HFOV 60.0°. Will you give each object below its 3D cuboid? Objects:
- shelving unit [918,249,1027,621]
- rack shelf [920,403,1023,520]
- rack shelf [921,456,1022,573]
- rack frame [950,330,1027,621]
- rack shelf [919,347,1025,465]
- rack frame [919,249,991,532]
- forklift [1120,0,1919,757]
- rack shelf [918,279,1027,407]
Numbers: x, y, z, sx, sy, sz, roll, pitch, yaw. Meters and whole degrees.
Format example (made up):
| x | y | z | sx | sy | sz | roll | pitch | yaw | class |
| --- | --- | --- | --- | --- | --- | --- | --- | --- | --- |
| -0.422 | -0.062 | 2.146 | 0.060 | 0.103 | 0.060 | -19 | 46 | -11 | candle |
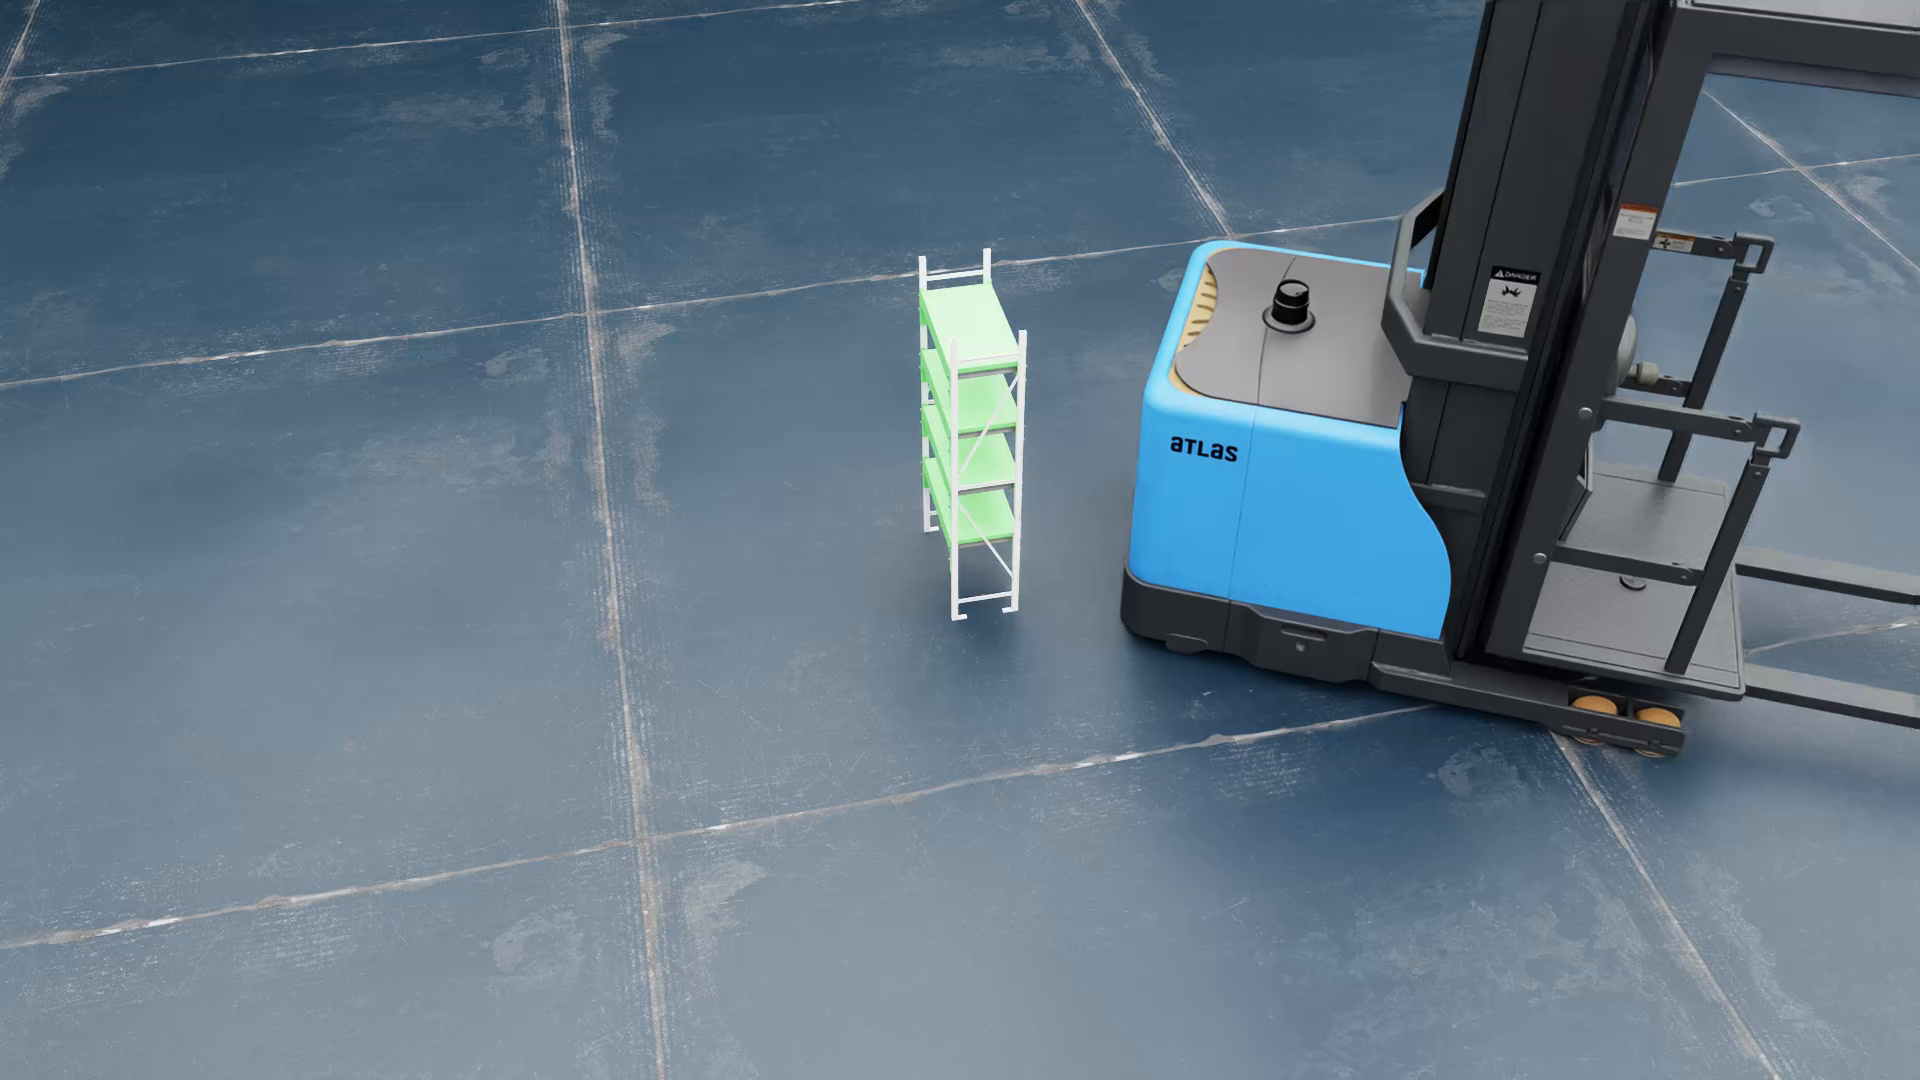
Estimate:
| x | y | z | sx | sy | sz | roll | pitch | yaw | class |
| --- | --- | --- | --- | --- | --- | --- | --- | --- | --- |
| 0.036 | -0.341 | 5.731 | 0.258 | 1.200 | 0.503 | -8 | 42 | -9 | shelving unit |
| 0.036 | -0.294 | 5.773 | 0.258 | 0.148 | 0.480 | -8 | 42 | -9 | rack shelf |
| 0.036 | -0.114 | 5.933 | 0.258 | 0.148 | 0.480 | -8 | 42 | -9 | rack shelf |
| 0.088 | -0.183 | 5.553 | 0.240 | 1.200 | 0.015 | -8 | 42 | -9 | rack frame |
| 0.036 | -0.473 | 5.614 | 0.258 | 0.148 | 0.480 | -8 | 42 | -9 | rack shelf |
| -0.017 | -0.500 | 5.909 | 0.240 | 1.200 | 0.015 | -8 | 42 | -9 | rack frame |
| 2.138 | -0.780 | 4.921 | 3.031 | 2.935 | 1.130 | 11 | 43 | 12 | forklift |
| 0.036 | -0.653 | 5.455 | 0.258 | 0.148 | 0.480 | -8 | 42 | -9 | rack shelf |
